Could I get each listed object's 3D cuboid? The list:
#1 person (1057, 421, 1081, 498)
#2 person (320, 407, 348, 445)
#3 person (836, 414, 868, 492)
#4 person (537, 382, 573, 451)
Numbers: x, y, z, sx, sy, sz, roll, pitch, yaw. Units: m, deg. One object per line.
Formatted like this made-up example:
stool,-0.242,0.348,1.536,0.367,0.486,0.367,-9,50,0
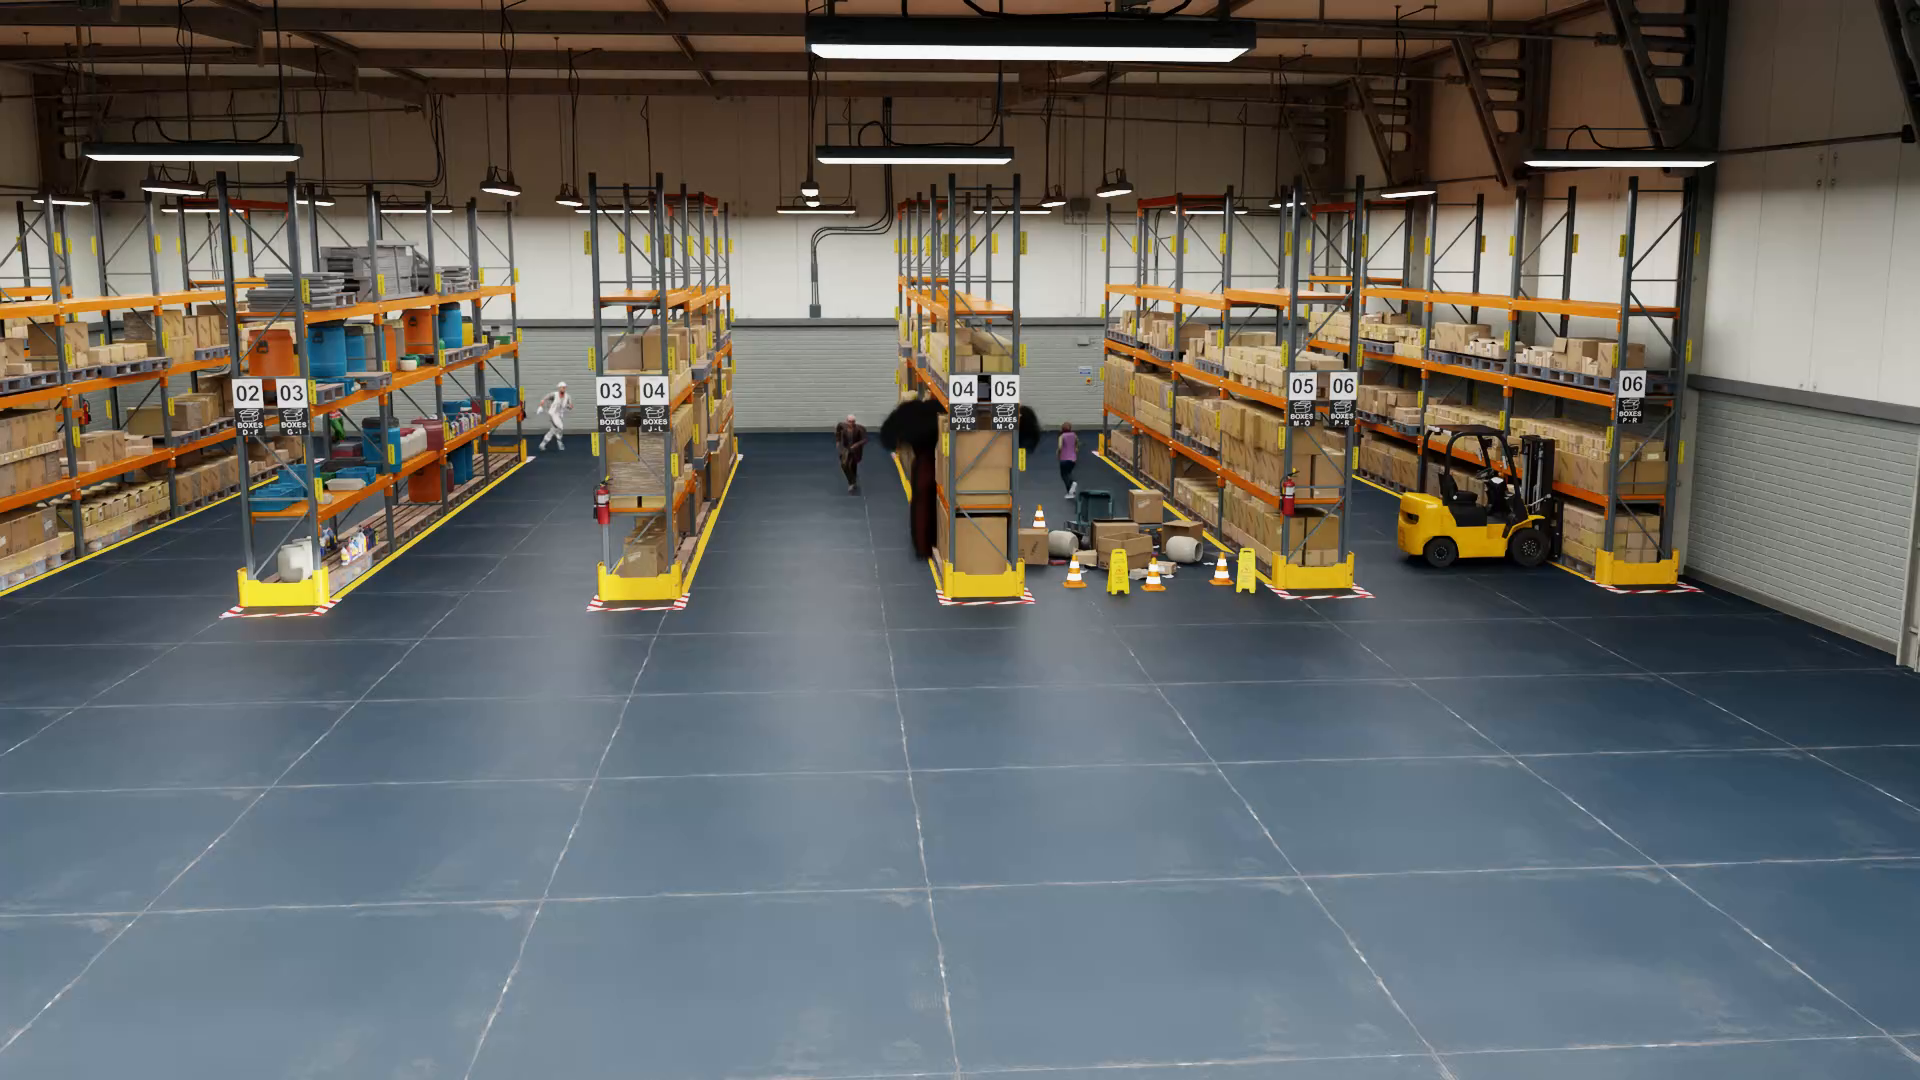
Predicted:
person,2.195,-1.590,33.216,0.540,1.542,0.523,-5,11,-24
person,-15.055,-2.925,40.092,0.962,1.774,0.718,5,11,27
person,-2.228,-1.860,34.661,0.714,1.607,1.137,1,10,4
person,-9.937,-3.054,40.992,0.725,1.677,0.832,7,12,36
